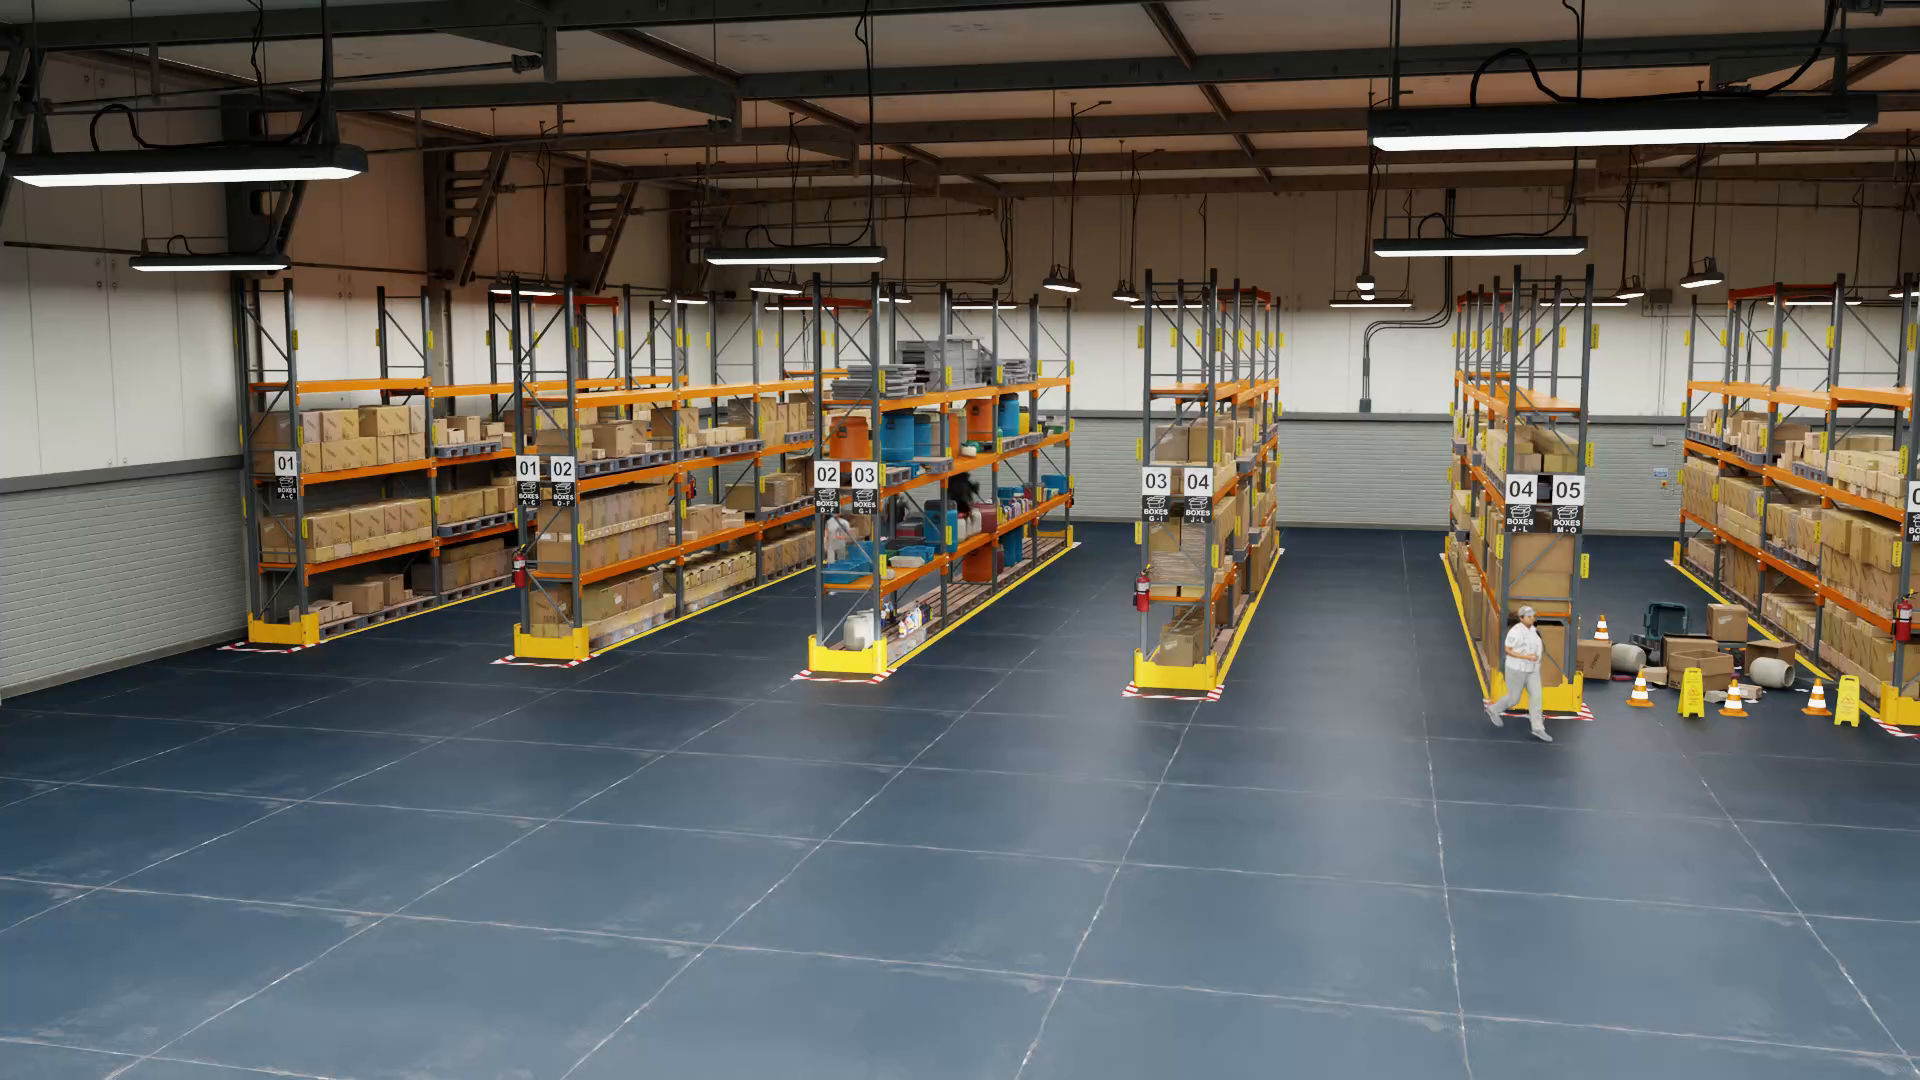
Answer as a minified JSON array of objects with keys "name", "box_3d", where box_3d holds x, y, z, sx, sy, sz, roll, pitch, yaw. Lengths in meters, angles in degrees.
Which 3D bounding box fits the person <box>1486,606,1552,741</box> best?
[{"name":"person","box_3d":[7.111,1.660,21.061,0.605,1.655,0.941,-4,8,-29]}]

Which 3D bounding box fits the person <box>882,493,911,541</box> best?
[{"name":"person","box_3d":[-1.452,-0.342,37.985,0.661,1.623,0.733,0,7,2]}]

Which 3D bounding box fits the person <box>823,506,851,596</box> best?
[{"name":"person","box_3d":[-2.298,0.182,30.916,0.575,1.670,0.848,1,7,12]}]
